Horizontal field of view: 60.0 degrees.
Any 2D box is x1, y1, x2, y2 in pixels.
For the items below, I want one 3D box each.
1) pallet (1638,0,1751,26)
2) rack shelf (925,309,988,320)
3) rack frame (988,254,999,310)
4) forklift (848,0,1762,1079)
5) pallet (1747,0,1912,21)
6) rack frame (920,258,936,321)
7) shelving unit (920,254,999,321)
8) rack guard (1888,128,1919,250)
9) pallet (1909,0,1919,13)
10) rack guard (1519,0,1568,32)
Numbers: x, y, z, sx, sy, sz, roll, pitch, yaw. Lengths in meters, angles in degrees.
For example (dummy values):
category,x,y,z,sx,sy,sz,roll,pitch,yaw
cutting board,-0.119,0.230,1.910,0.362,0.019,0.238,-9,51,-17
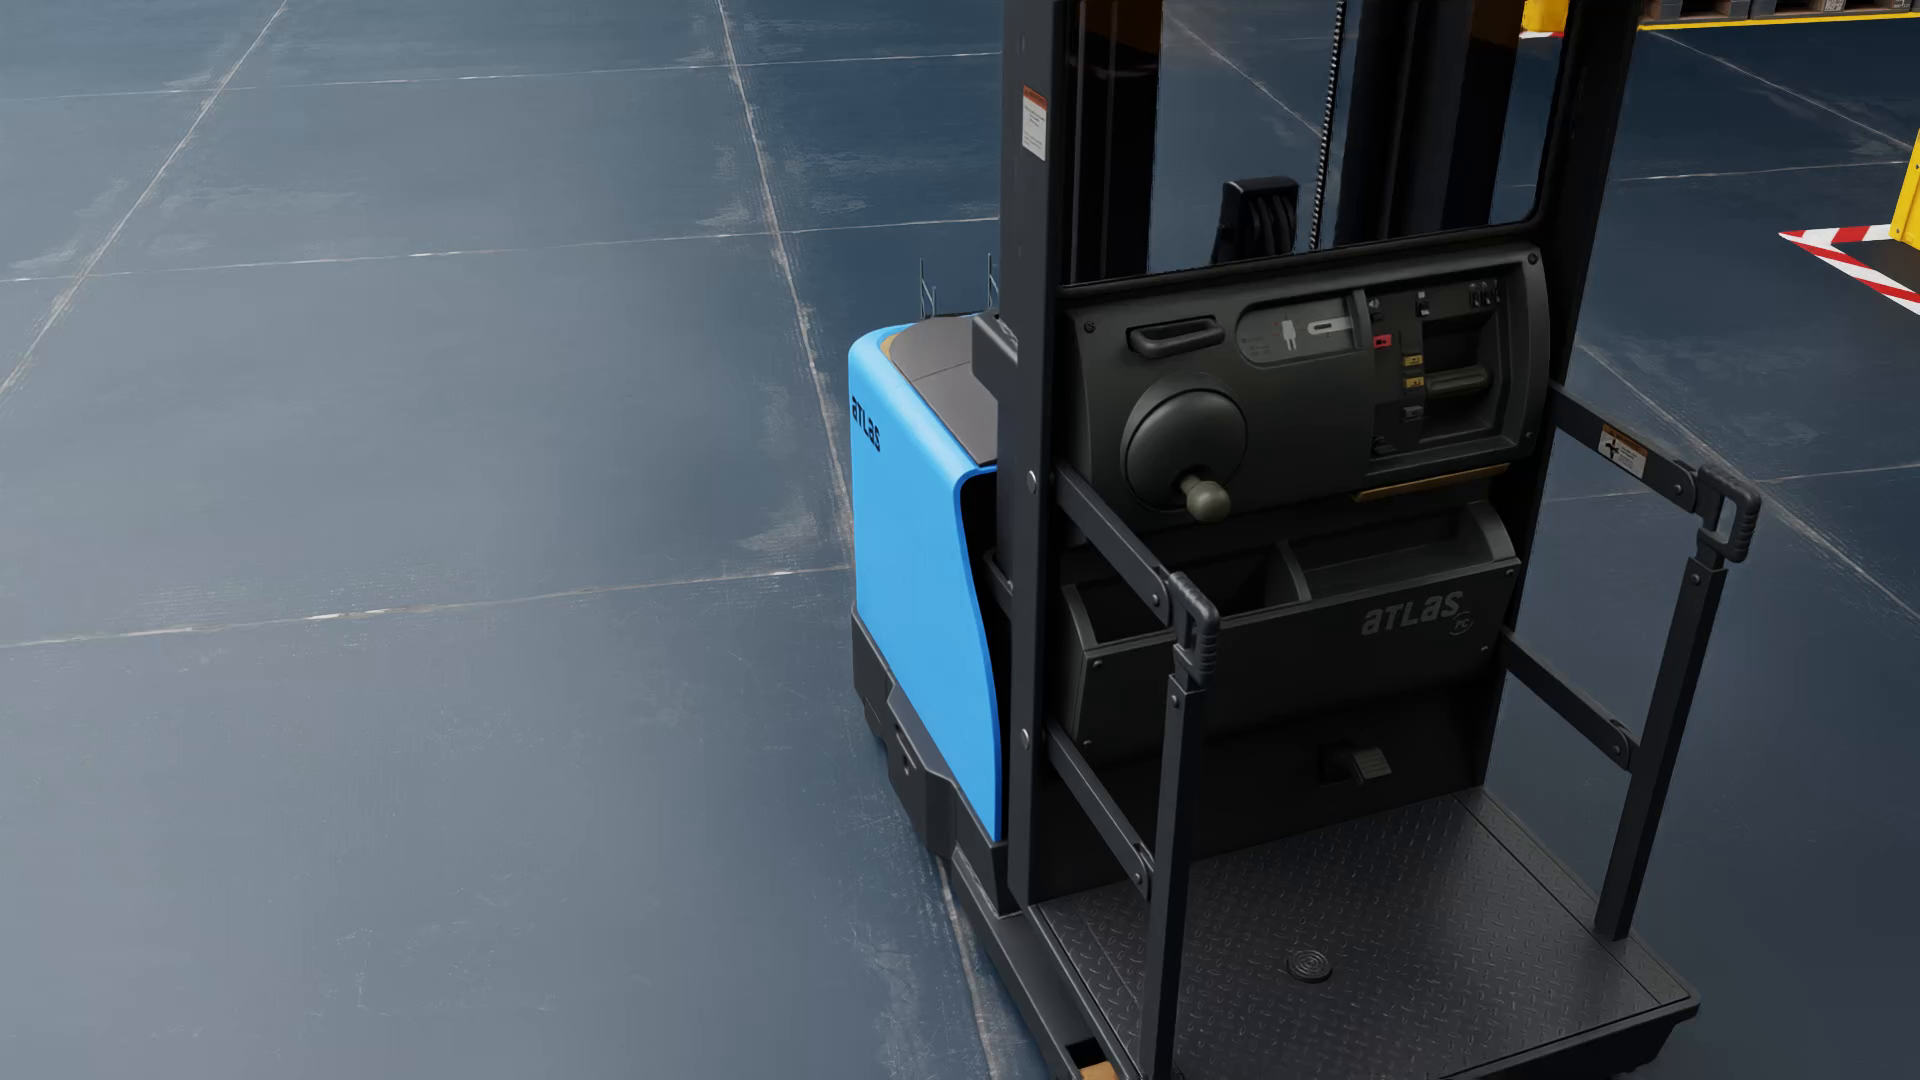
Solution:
category,x,y,z,sx,sy,sz,roll,pitch,yaw
pallet,4.632,-3.781,11.472,1.213,0.211,1.003,-5,31,-9
rack shelf,0.008,-0.593,4.903,0.200,0.077,0.258,-5,31,-9
rack frame,0.108,-0.398,5.039,0.006,0.900,0.240,-5,31,-9
forklift,0.711,-0.228,2.745,1.130,2.935,3.031,-11,32,-18
pallet,5.830,-3.891,11.659,1.213,0.211,1.003,-5,31,-9
rack frame,-0.092,-0.379,5.007,0.006,0.900,0.240,-5,31,-9
shelving unit,0.008,-0.389,5.023,0.210,0.900,0.258,-5,31,-9
rack guard,4.523,-1.358,7.066,0.348,0.500,1.175,-5,31,-9
pallet,7.033,-4.004,11.851,1.213,0.211,1.003,-5,31,-9
rack guard,3.827,-3.849,11.303,0.348,0.500,1.175,-5,31,-9
